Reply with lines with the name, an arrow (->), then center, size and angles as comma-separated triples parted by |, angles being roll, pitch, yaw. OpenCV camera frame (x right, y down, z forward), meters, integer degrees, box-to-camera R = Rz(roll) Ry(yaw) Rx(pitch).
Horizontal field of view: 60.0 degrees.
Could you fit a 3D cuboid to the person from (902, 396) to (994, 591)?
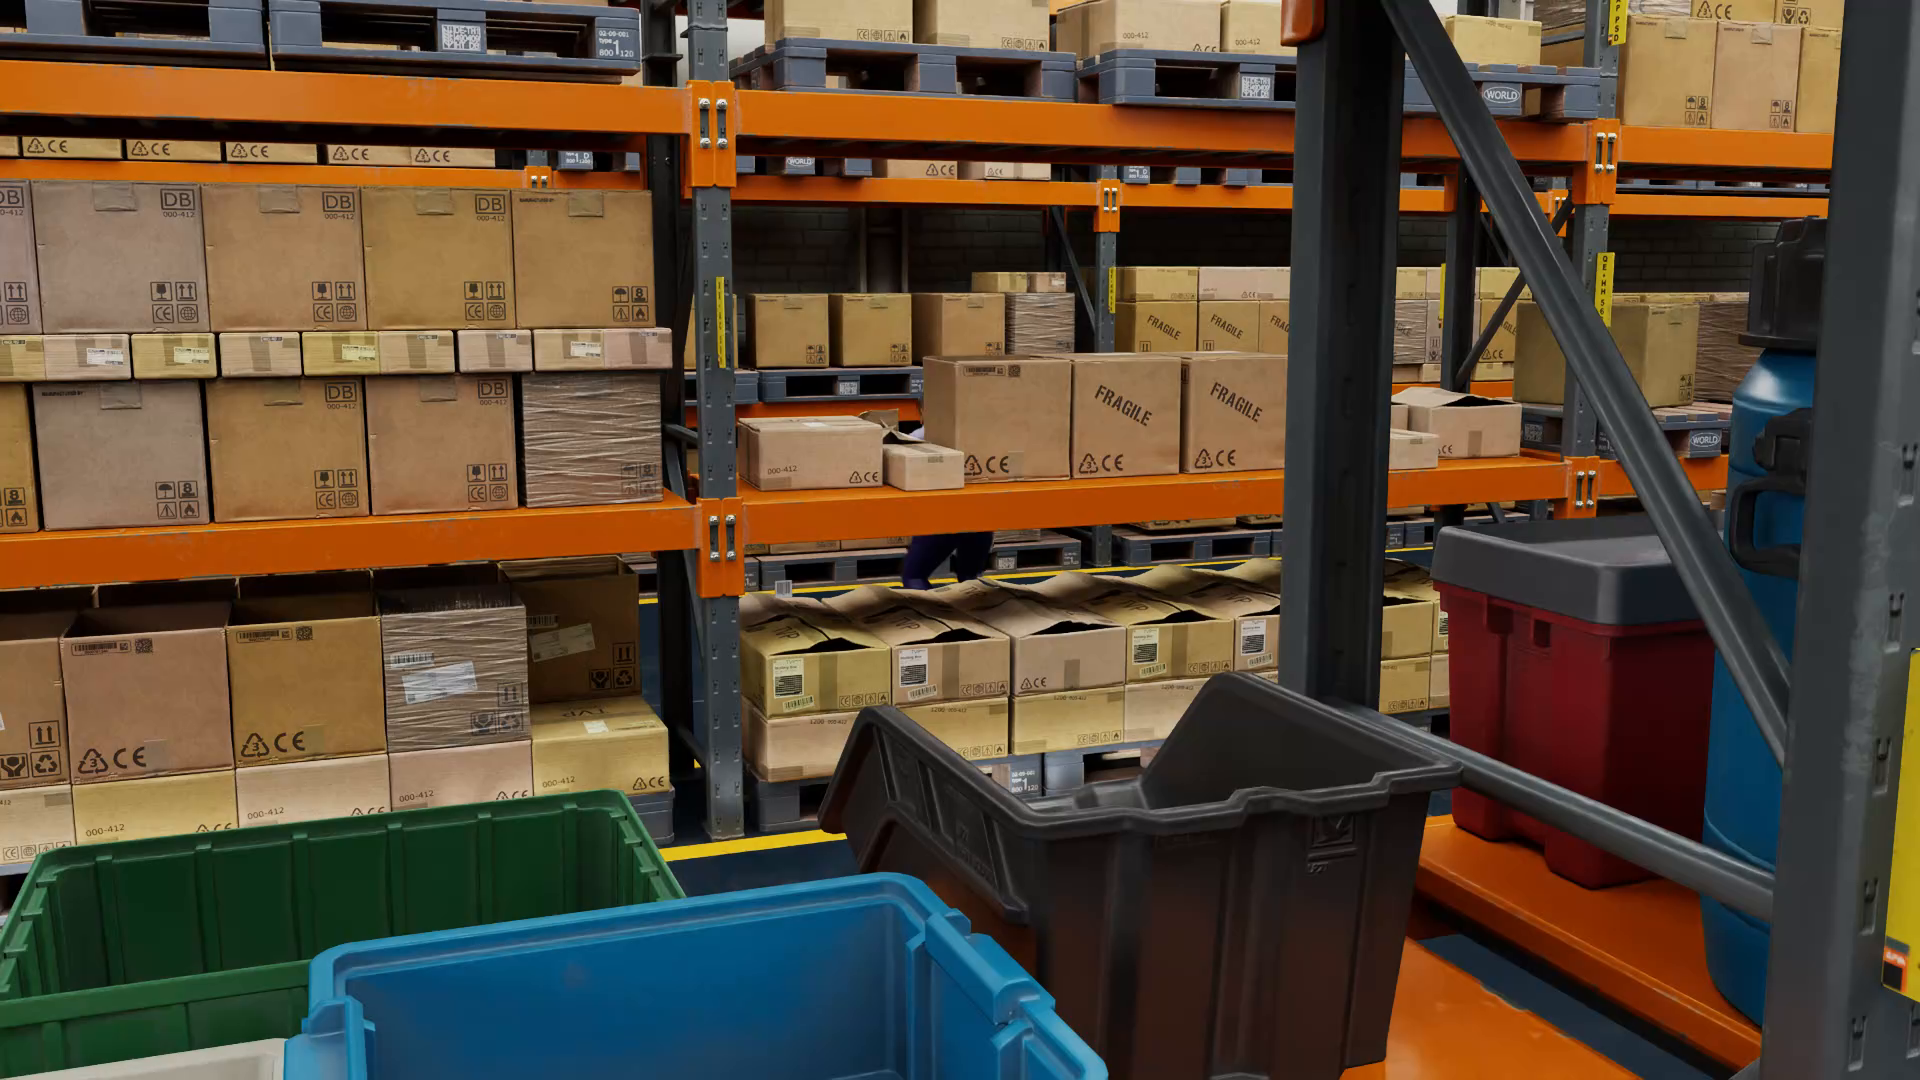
person -> -0.088, -0.081, 9.508 | 0.525, 1.478, 0.552 | -3, 10, -20
